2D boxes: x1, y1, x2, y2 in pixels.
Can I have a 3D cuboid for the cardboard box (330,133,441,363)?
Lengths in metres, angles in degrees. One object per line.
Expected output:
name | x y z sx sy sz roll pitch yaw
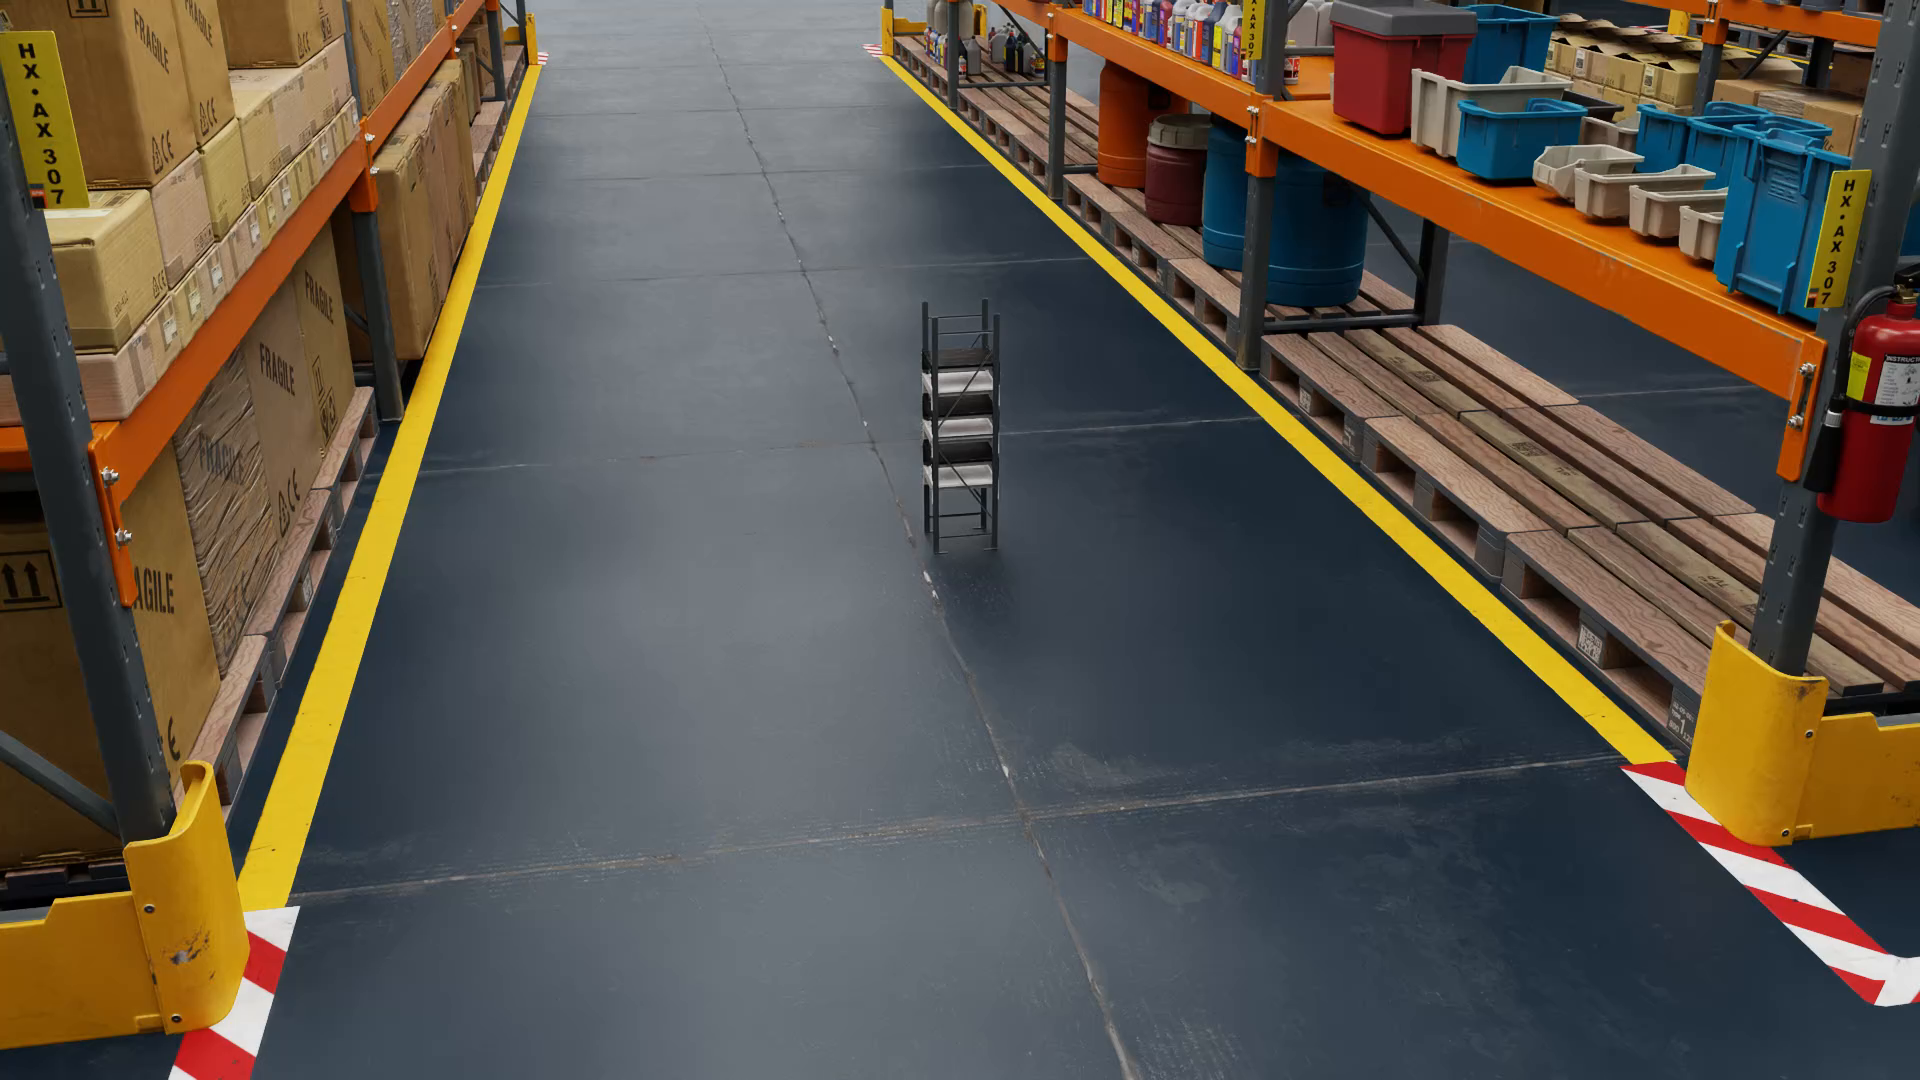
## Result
cardboard box | -3.141 -1.354 7.733 1.225 0.875 0.875 -4 24 -10

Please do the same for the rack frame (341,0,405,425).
rack frame | -3.003 -1.885 6.818 1.000 3.000 0.127 -4 24 -10

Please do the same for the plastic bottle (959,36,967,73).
plastic bottle | -0.017 -4.618 15.836 0.144 0.351 0.185 -5 24 -11

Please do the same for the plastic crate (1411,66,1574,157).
plastic crate | 1.966 -1.611 6.263 0.437 0.282 0.530 -4 24 -10

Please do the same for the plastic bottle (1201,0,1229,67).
plastic bottle | 1.339 -2.639 8.606 0.144 0.351 0.185 -4 24 -10

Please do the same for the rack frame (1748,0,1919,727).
rack frame | 2.604 -0.678 4.055 1.000 3.000 0.127 -4 24 -10

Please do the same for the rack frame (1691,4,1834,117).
rack frame | 5.994 -4.190 12.096 1.000 3.000 0.127 -4 24 -10

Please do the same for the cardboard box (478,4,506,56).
cardboard box | -4.978 -5.173 16.944 0.500 0.500 0.500 2 24 4

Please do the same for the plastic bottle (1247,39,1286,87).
plastic bottle | 1.474 -2.326 7.983 0.152 0.276 0.135 -4 24 -10

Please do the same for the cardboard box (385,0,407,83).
cardboard box | -3.028 -2.525 8.158 0.500 0.500 0.500 -5 24 -11

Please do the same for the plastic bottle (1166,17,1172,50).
plastic bottle | 1.197 -2.821 9.211 0.097 0.201 0.097 0 24 0

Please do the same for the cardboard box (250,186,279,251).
cardboard box | -2.290 -0.966 5.027 0.380 0.149 0.250 -5 24 -11

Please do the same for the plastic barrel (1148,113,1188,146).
plastic barrel | 1.425 -2.471 10.743 0.421 0.512 0.421 0 24 0

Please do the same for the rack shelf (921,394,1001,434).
rack shelf | 0.001 -0.461 6.040 0.258 0.077 0.200 -4 24 -10

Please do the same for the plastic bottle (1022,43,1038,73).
plastic bottle | 0.671 -4.635 15.967 0.152 0.276 0.135 -3 24 -8

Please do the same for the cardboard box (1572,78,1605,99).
cardboard box | 5.468 -3.712 13.912 0.500 0.250 0.500 -4 24 -9

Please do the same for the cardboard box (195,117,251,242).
cardboard box | -2.278 -0.990 4.585 0.500 0.250 0.500 -5 24 -12

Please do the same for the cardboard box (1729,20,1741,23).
cardboard box | 9.422 -6.395 19.955 0.500 0.311 0.500 -7 25 -16

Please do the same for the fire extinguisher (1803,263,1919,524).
fire extinguisher | 2.186 -0.379 3.932 0.296 0.674 0.183 -4 24 -10

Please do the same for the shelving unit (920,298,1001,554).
shelving unit | 0.001 -0.409 6.063 0.258 0.900 0.210 -4 24 -10

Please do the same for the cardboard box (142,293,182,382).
cardboard box | -2.053 -0.461 3.873 0.380 0.149 0.250 -5 24 -11

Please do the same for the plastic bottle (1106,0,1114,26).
plastic bottle | 0.953 -3.339 10.294 0.061 0.283 0.133 -4 24 -10

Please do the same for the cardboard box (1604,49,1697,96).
cardboard box | 5.552 -3.771 13.347 0.500 0.311 0.500 -5 24 -11

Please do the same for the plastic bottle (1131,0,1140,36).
plastic bottle | 1.056 -3.119 9.791 0.061 0.283 0.133 -4 24 -10

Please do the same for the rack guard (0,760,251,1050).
rack guard | -2.259 0.843 3.695 1.175 0.500 0.348 -4 24 -10

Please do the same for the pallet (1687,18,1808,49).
pallet | 9.512 -6.075 19.896 1.003 0.211 1.213 -4 24 -10

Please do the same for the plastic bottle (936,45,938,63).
plastic bottle | -0.187 -4.861 16.578 0.097 0.201 0.097 0 24 0

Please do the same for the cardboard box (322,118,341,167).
cardboard box | -2.529 -1.472 6.186 0.380 0.149 0.250 -5 24 -11

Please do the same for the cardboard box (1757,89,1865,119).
cardboard box | 5.899 -2.840 11.579 0.500 0.500 0.500 -5 24 -12

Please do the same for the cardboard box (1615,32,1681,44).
cardboard box | 5.892 -4.216 14.366 0.500 0.311 0.500 -5 24 -10

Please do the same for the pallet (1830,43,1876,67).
pallet | 9.963 -5.115 17.698 1.003 0.211 1.213 -4 24 -10

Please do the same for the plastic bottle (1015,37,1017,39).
plastic bottle | 0.545 -4.827 16.414 0.097 0.271 0.097 0 24 0

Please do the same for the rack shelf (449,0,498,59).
rack shelf | -4.112 -3.915 12.366 1.077 0.370 4.000 -4 24 -10

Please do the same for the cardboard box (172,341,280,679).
cardboard box | -2.628 -0.134 4.939 0.875 0.875 0.875 -4 24 -10

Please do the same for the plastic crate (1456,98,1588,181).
plastic crate | 1.973 -1.418 5.883 0.416 0.233 0.300 -4 24 -10

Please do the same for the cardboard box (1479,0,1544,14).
cardboard box | 5.476 -5.245 16.485 0.500 0.500 0.500 -4 24 -10

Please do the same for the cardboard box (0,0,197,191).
cardboard box | -2.179 -1.128 3.965 0.500 0.500 0.500 -5 24 -11

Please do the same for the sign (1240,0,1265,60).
sign | 1.324 -2.338 7.511 0.100 0.325 0.005 -4 24 -10

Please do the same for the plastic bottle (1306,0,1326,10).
plastic bottle | 1.940 -2.860 9.207 0.152 0.276 0.135 -4 24 -10

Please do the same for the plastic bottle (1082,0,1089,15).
plastic bottle | 0.888 -3.574 10.840 0.152 0.276 0.135 -4 24 -10

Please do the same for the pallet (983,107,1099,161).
pallet | 0.798 -3.334 13.619 1.003 0.211 1.213 -4 24 -10

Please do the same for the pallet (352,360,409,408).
pallet | -3.219 -0.905 8.059 1.003 0.211 1.213 -4 24 -10

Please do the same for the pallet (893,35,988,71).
pallet | -0.149 -5.347 18.230 1.003 0.211 1.213 -4 24 -10

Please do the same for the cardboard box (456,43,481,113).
cardboard box | -4.390 -3.845 13.879 0.700 0.500 0.500 -6 24 -14

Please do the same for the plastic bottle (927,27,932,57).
plastic bottle | -0.301 -5.102 17.028 0.061 0.283 0.133 -4 24 -9

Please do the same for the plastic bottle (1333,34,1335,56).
plastic bottle | 2.052 -2.723 8.883 0.061 0.283 0.133 -4 24 -10

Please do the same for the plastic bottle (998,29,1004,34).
plastic bottle | 0.462 -5.079 16.986 0.152 0.276 0.135 -5 24 -11
